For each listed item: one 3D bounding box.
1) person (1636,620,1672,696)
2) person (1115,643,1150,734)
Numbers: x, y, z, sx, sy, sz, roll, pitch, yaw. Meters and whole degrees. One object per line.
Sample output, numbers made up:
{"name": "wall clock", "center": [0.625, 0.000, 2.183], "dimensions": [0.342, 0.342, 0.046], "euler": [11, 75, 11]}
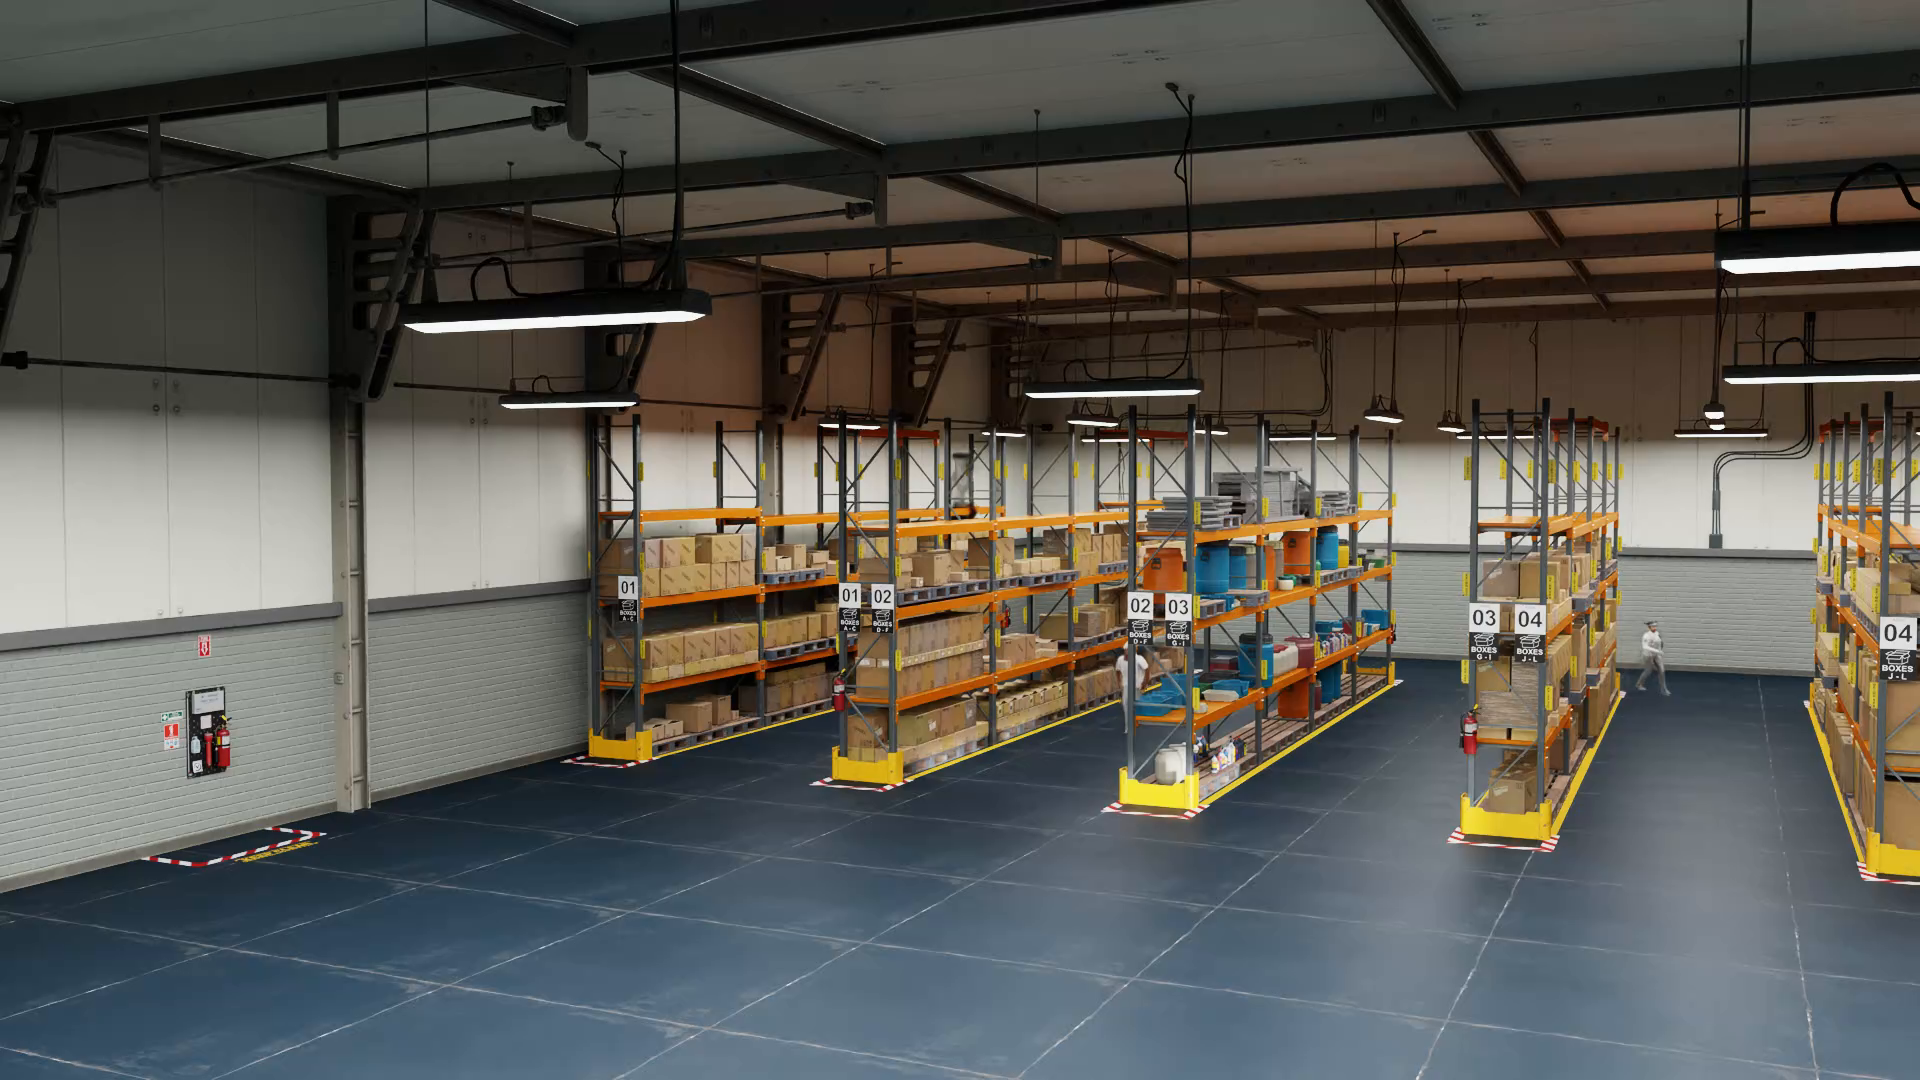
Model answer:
{"name": "person", "center": [15.523, 2.634, 37.391], "dimensions": [0.624, 1.697, 0.820], "euler": [-1, 3, -23]}
{"name": "person", "center": [3.340, 2.841, 32.168], "dimensions": [0.712, 1.743, 0.870], "euler": [1, 3, 23]}
